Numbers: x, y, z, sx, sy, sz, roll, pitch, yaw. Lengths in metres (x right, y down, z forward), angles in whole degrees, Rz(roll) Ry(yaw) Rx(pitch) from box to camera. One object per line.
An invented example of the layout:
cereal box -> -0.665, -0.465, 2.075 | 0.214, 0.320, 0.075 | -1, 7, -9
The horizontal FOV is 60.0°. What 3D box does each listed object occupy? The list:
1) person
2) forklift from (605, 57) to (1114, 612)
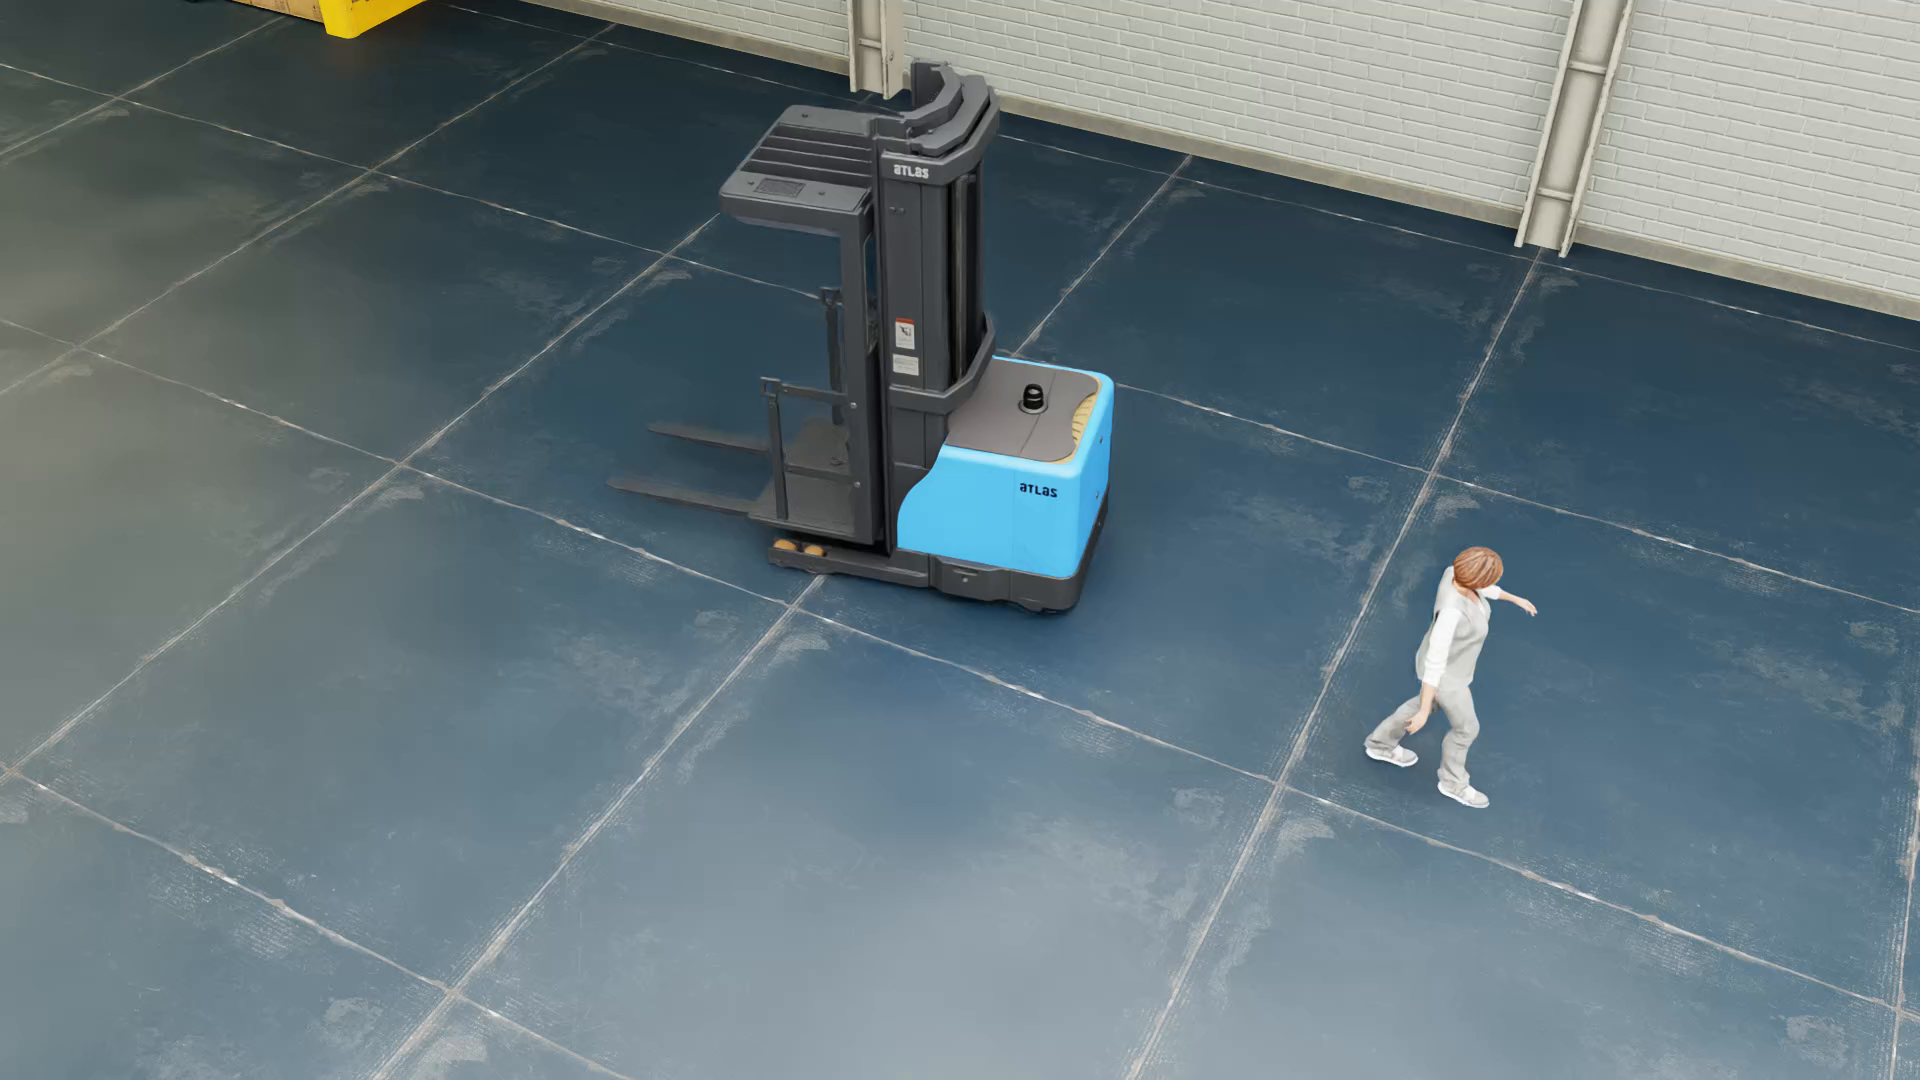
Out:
person -> 2.460, 0.677, 8.255 | 0.701, 1.579, 0.826 | 10, 41, 12
forklift -> -0.659, -1.237, 9.455 | 3.031, 2.935, 1.130 | 10, 41, 12
